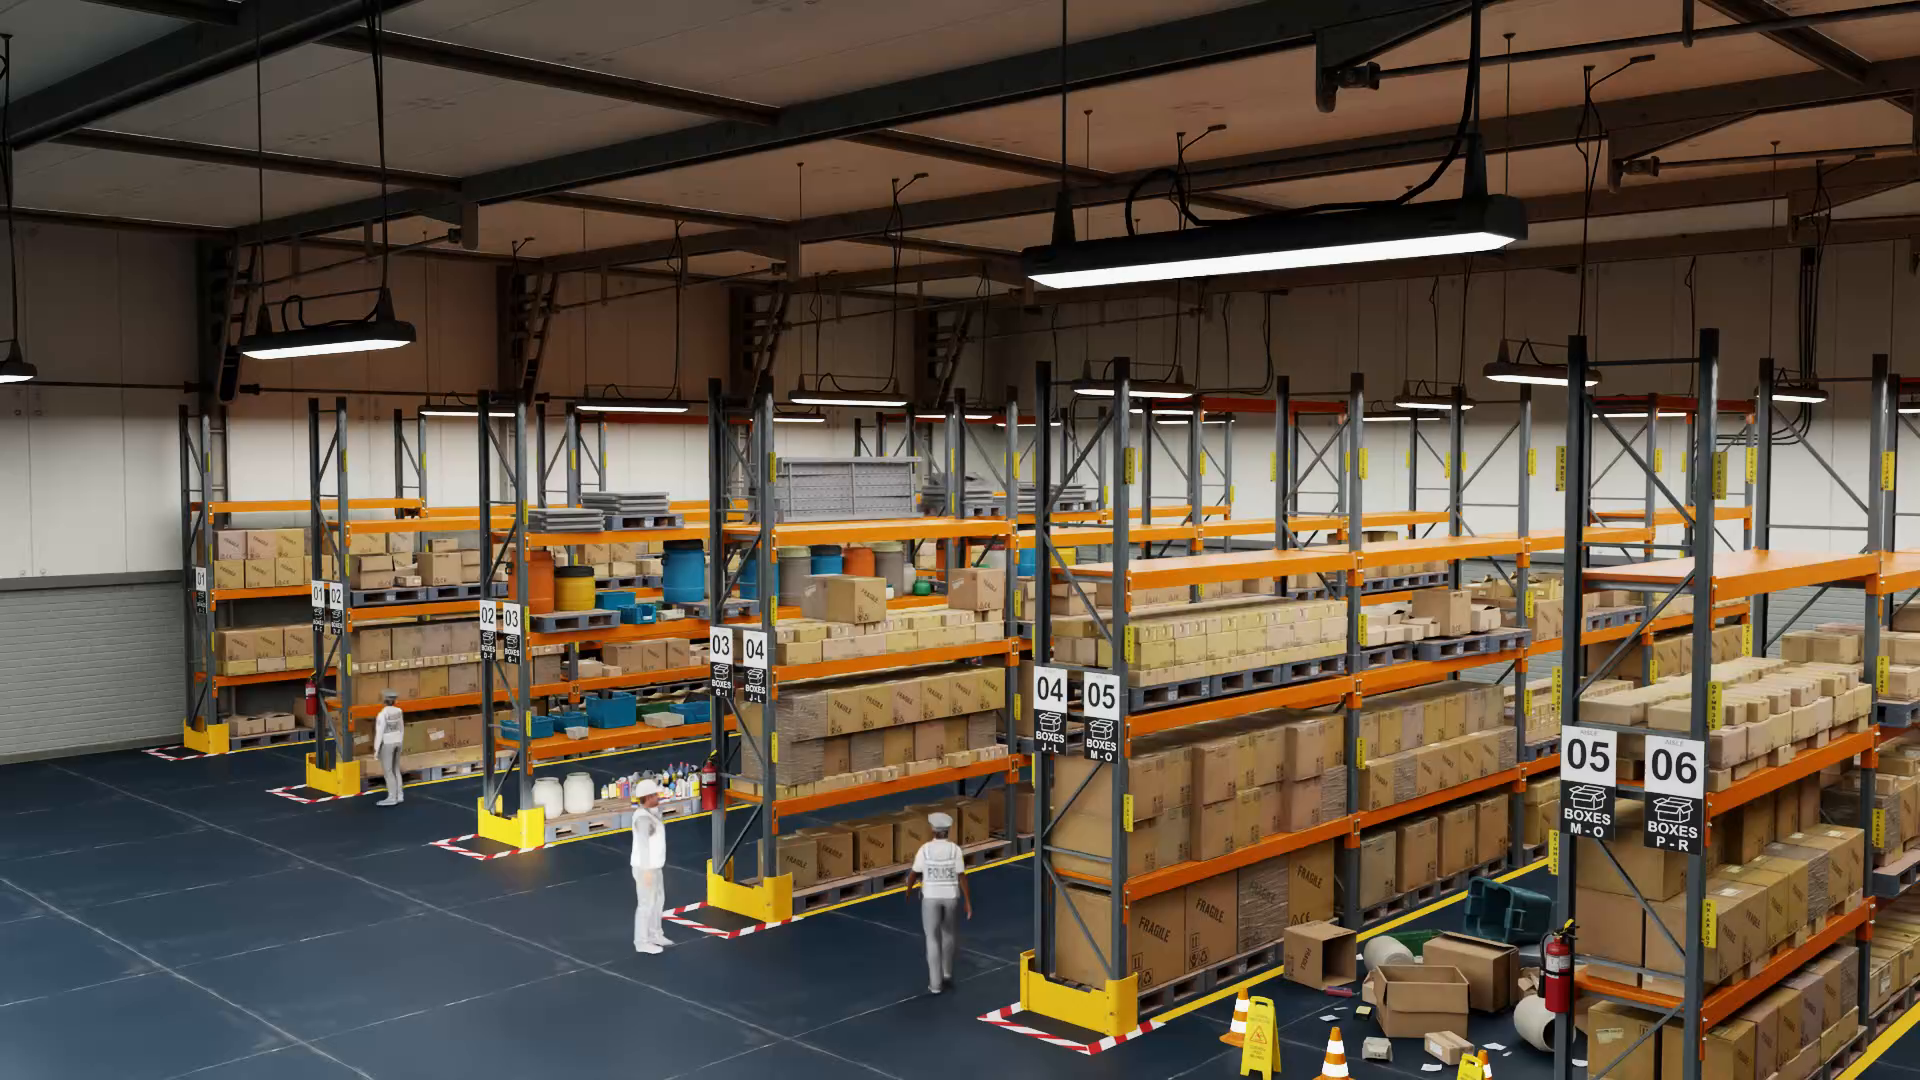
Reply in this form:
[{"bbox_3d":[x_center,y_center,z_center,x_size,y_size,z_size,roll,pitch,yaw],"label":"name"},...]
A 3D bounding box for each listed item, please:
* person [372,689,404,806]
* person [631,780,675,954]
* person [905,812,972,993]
[{"bbox_3d":[-8.373,3.048,24.377,0.371,1.717,0.582,1,3,19],"label":"person"},{"bbox_3d":[-3.190,3.390,17.226,0.430,1.816,0.584,0,3,-5],"label":"person"},{"bbox_3d":[-0.200,3.500,16.048,0.546,1.738,0.644,-1,3,-19],"label":"person"}]
